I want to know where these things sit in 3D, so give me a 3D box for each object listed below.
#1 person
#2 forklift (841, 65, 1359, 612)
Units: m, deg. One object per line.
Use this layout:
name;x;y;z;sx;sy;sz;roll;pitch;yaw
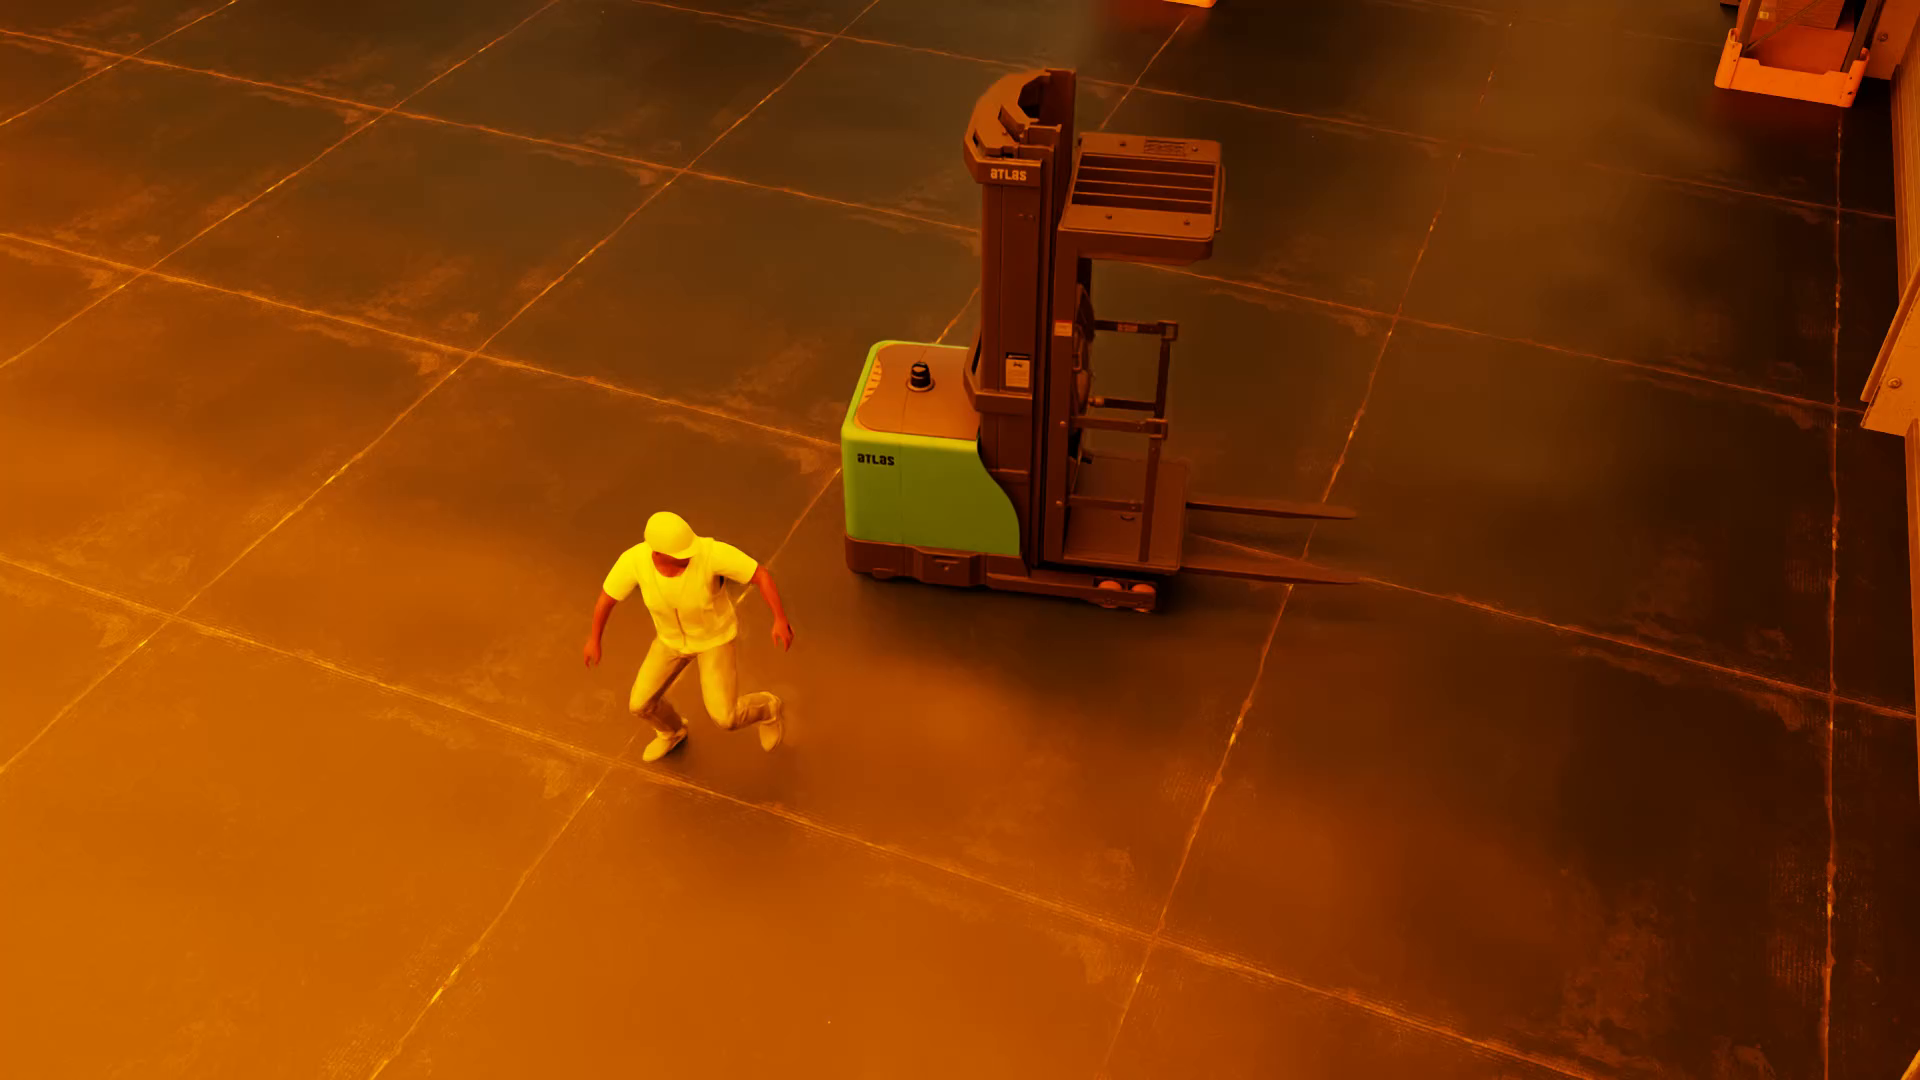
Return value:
person;-1.385;0.502;8.443;1.039;1.646;0.524;10;41;12
forklift;0.873;-1.069;9.283;3.031;2.935;1.130;6;40;7
